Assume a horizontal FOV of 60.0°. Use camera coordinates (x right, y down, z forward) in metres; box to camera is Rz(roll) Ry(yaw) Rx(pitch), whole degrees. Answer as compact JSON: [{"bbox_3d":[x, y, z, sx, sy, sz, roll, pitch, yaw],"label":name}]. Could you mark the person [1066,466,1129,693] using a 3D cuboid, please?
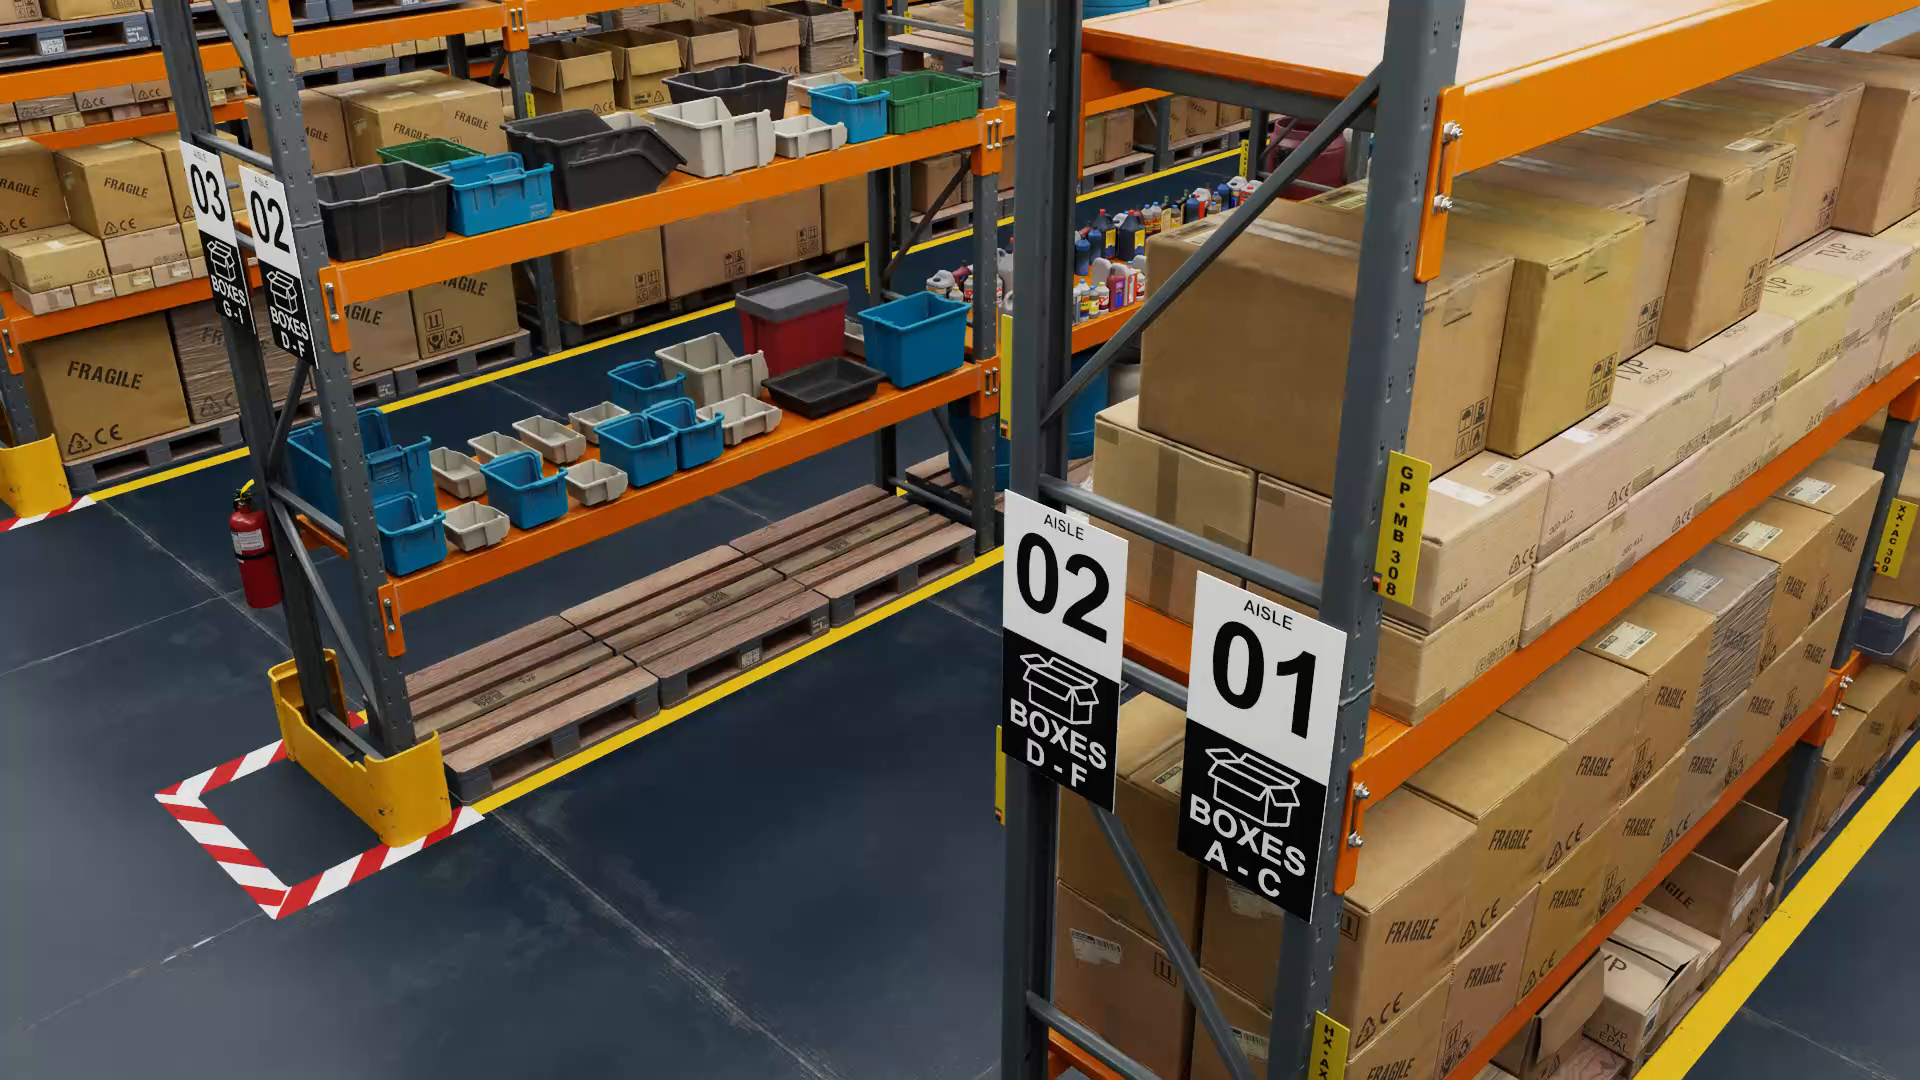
[{"bbox_3d":[0.851,0.099,9.093,0.482,1.412,0.964,24,36,37],"label":"person"}]
